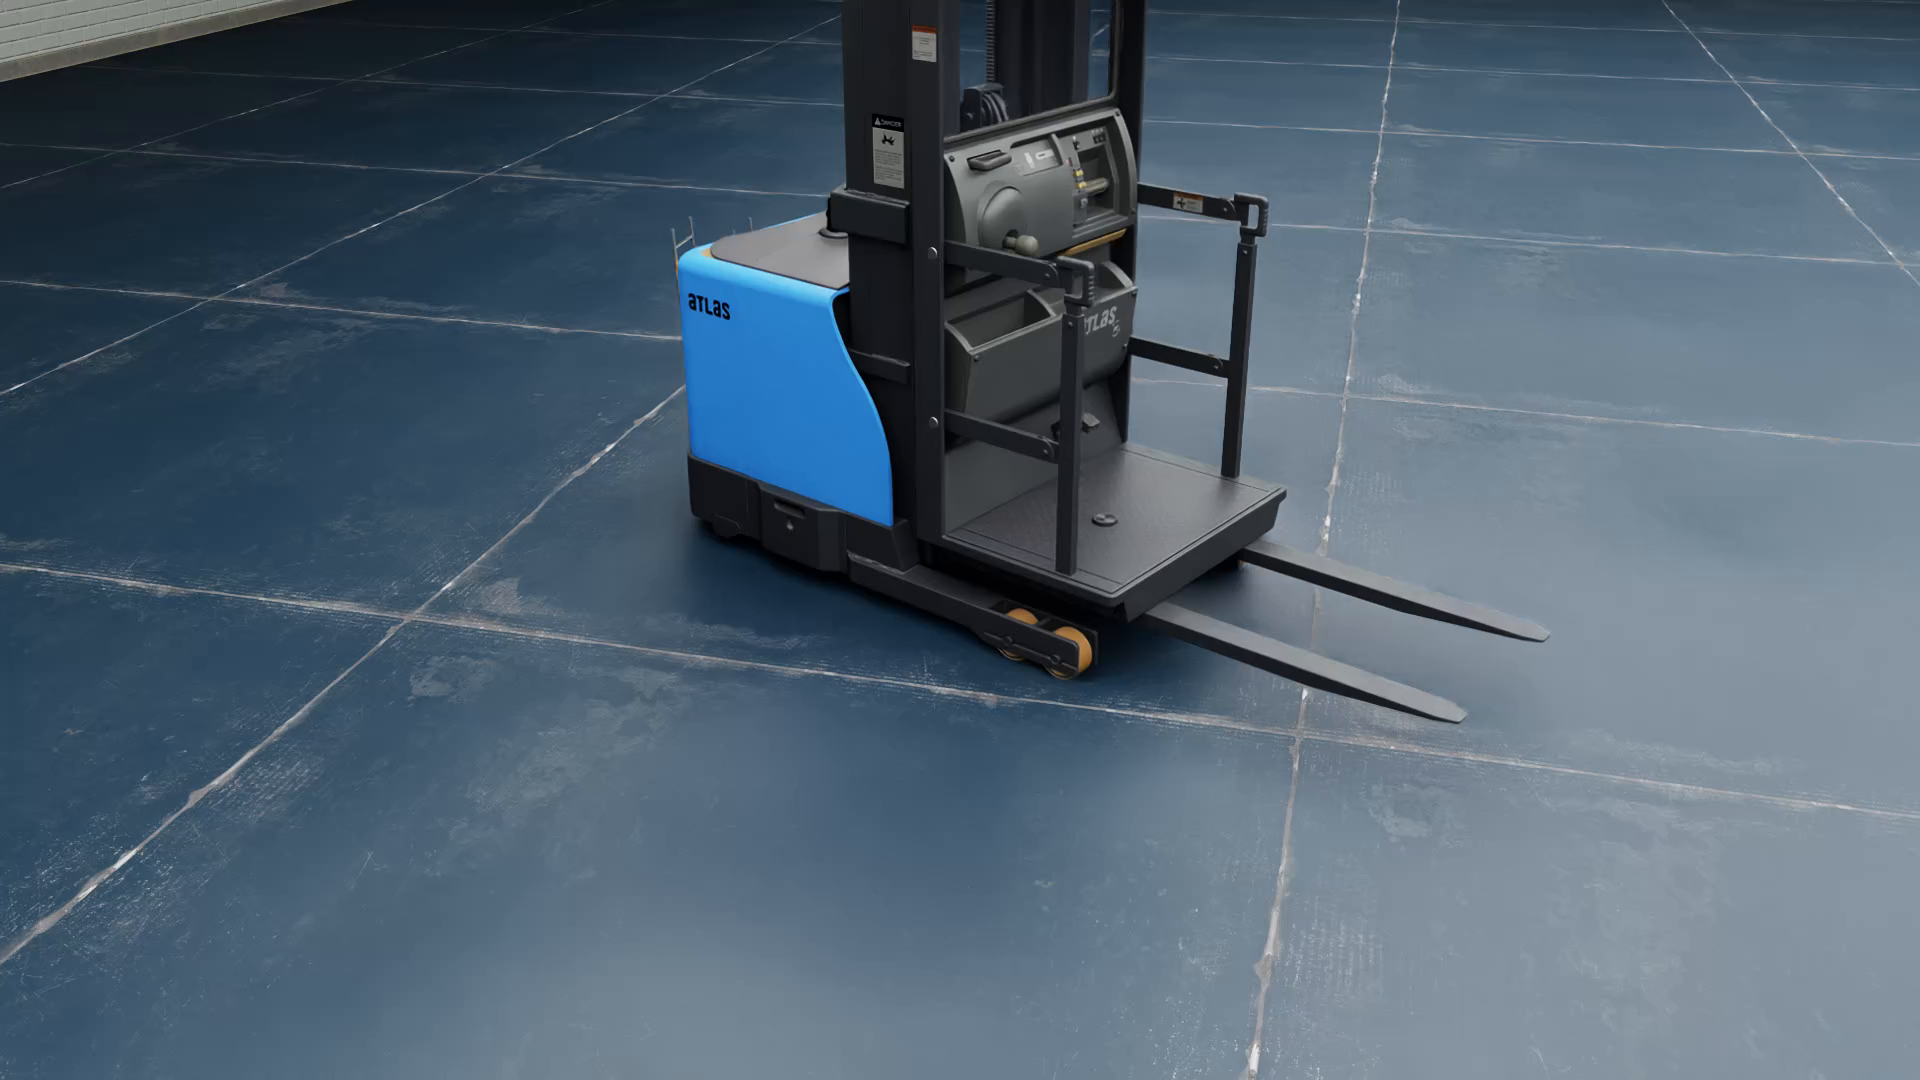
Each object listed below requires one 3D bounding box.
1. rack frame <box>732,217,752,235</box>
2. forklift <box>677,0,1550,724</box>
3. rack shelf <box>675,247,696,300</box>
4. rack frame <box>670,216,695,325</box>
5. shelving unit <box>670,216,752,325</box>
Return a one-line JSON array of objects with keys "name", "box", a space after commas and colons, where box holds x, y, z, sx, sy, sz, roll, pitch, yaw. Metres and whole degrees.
[{"name": "rack frame", "box": [-0.806, -0.722, 6.522, 0.008, 1.050, 0.200, 3, 26, 13]}, {"name": "forklift", "box": [0.438, -1.134, 5.221, 3.031, 2.935, 1.130, 19, 32, 35]}, {"name": "rack shelf", "box": [-0.937, -0.977, 6.434, 0.240, 0.259, 0.215, 3, 26, 13]}, {"name": "rack frame", "box": [-1.044, -0.736, 6.576, 0.008, 1.050, 0.200, 3, 26, 13]}, {"name": "shelving unit", "box": [-0.925, -0.729, 6.549, 0.252, 1.050, 0.215, 3, 26, 13]}]
